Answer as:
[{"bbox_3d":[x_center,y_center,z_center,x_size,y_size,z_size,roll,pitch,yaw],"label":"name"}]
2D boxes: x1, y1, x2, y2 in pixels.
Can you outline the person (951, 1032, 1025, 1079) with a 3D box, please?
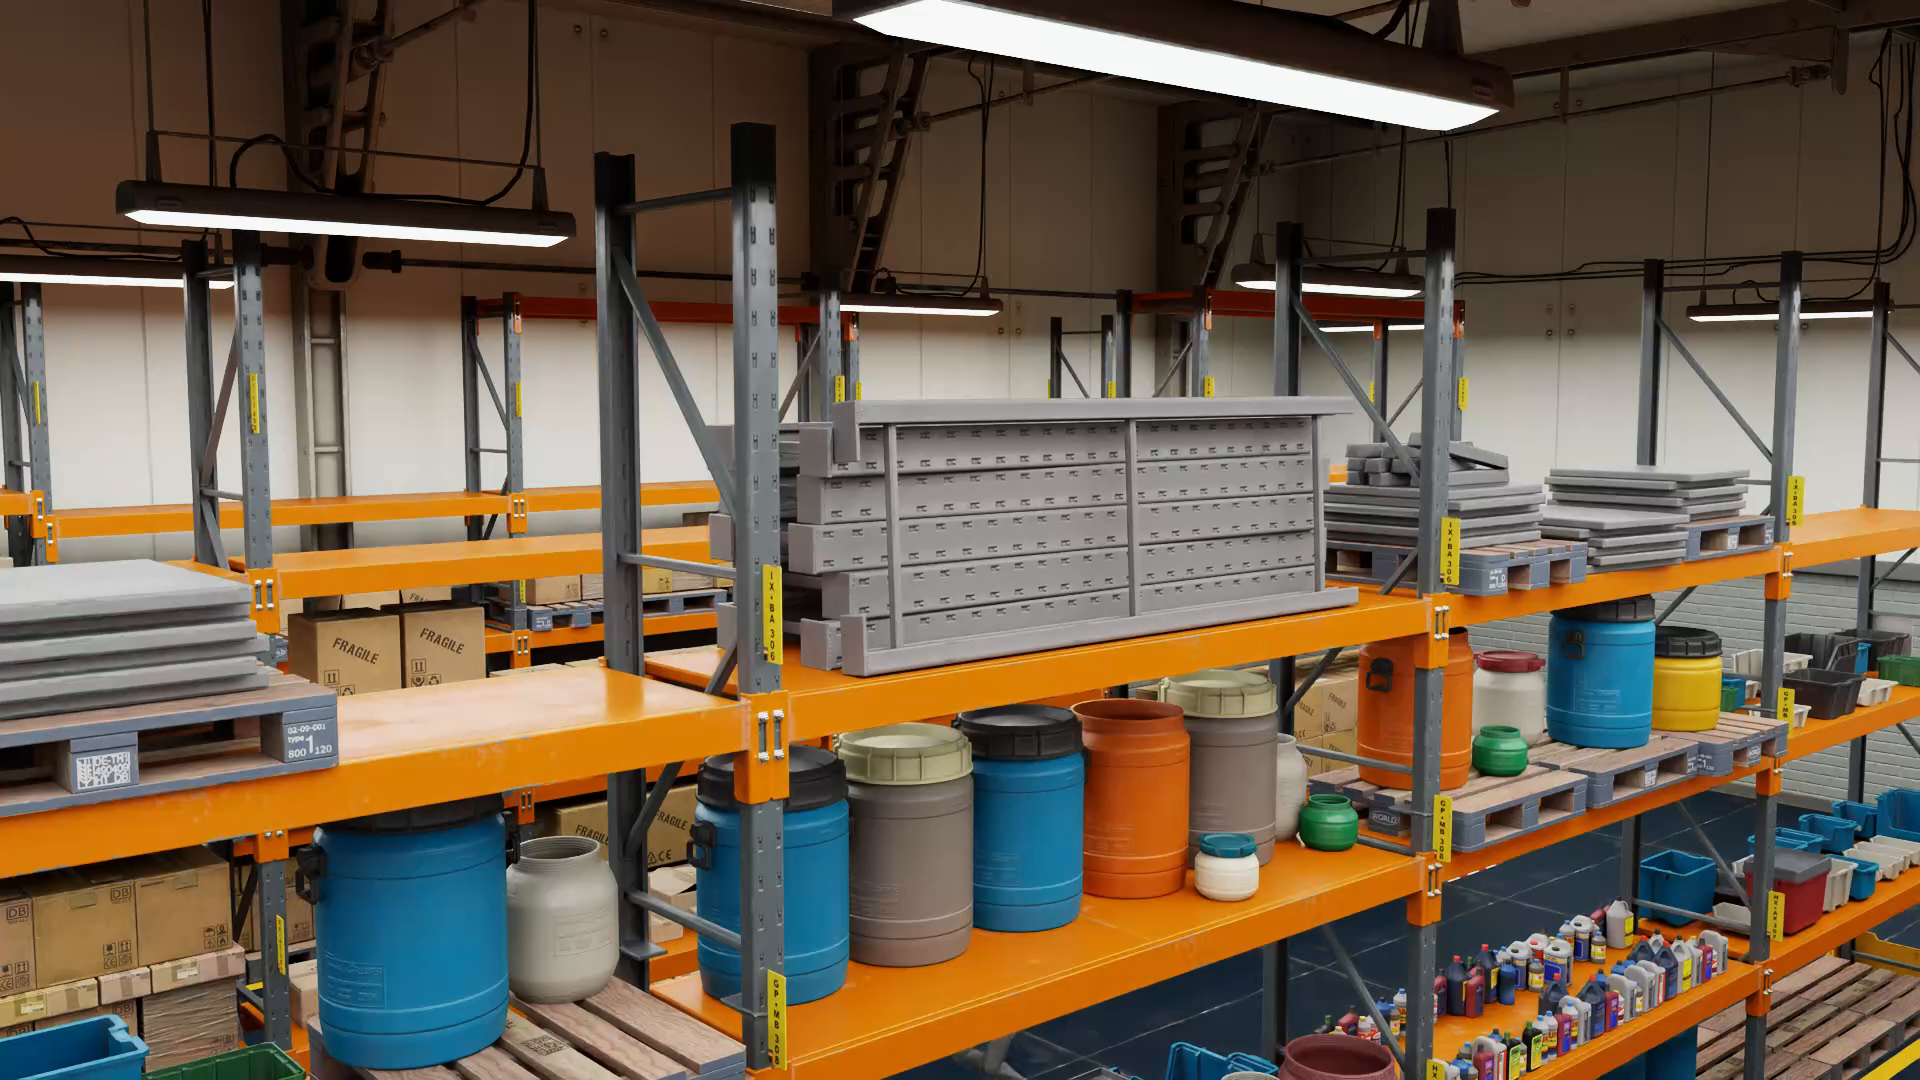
[{"bbox_3d":[0.153,3.382,11.585,0.925,1.364,0.530,-4,7,-36],"label":"person"}]
